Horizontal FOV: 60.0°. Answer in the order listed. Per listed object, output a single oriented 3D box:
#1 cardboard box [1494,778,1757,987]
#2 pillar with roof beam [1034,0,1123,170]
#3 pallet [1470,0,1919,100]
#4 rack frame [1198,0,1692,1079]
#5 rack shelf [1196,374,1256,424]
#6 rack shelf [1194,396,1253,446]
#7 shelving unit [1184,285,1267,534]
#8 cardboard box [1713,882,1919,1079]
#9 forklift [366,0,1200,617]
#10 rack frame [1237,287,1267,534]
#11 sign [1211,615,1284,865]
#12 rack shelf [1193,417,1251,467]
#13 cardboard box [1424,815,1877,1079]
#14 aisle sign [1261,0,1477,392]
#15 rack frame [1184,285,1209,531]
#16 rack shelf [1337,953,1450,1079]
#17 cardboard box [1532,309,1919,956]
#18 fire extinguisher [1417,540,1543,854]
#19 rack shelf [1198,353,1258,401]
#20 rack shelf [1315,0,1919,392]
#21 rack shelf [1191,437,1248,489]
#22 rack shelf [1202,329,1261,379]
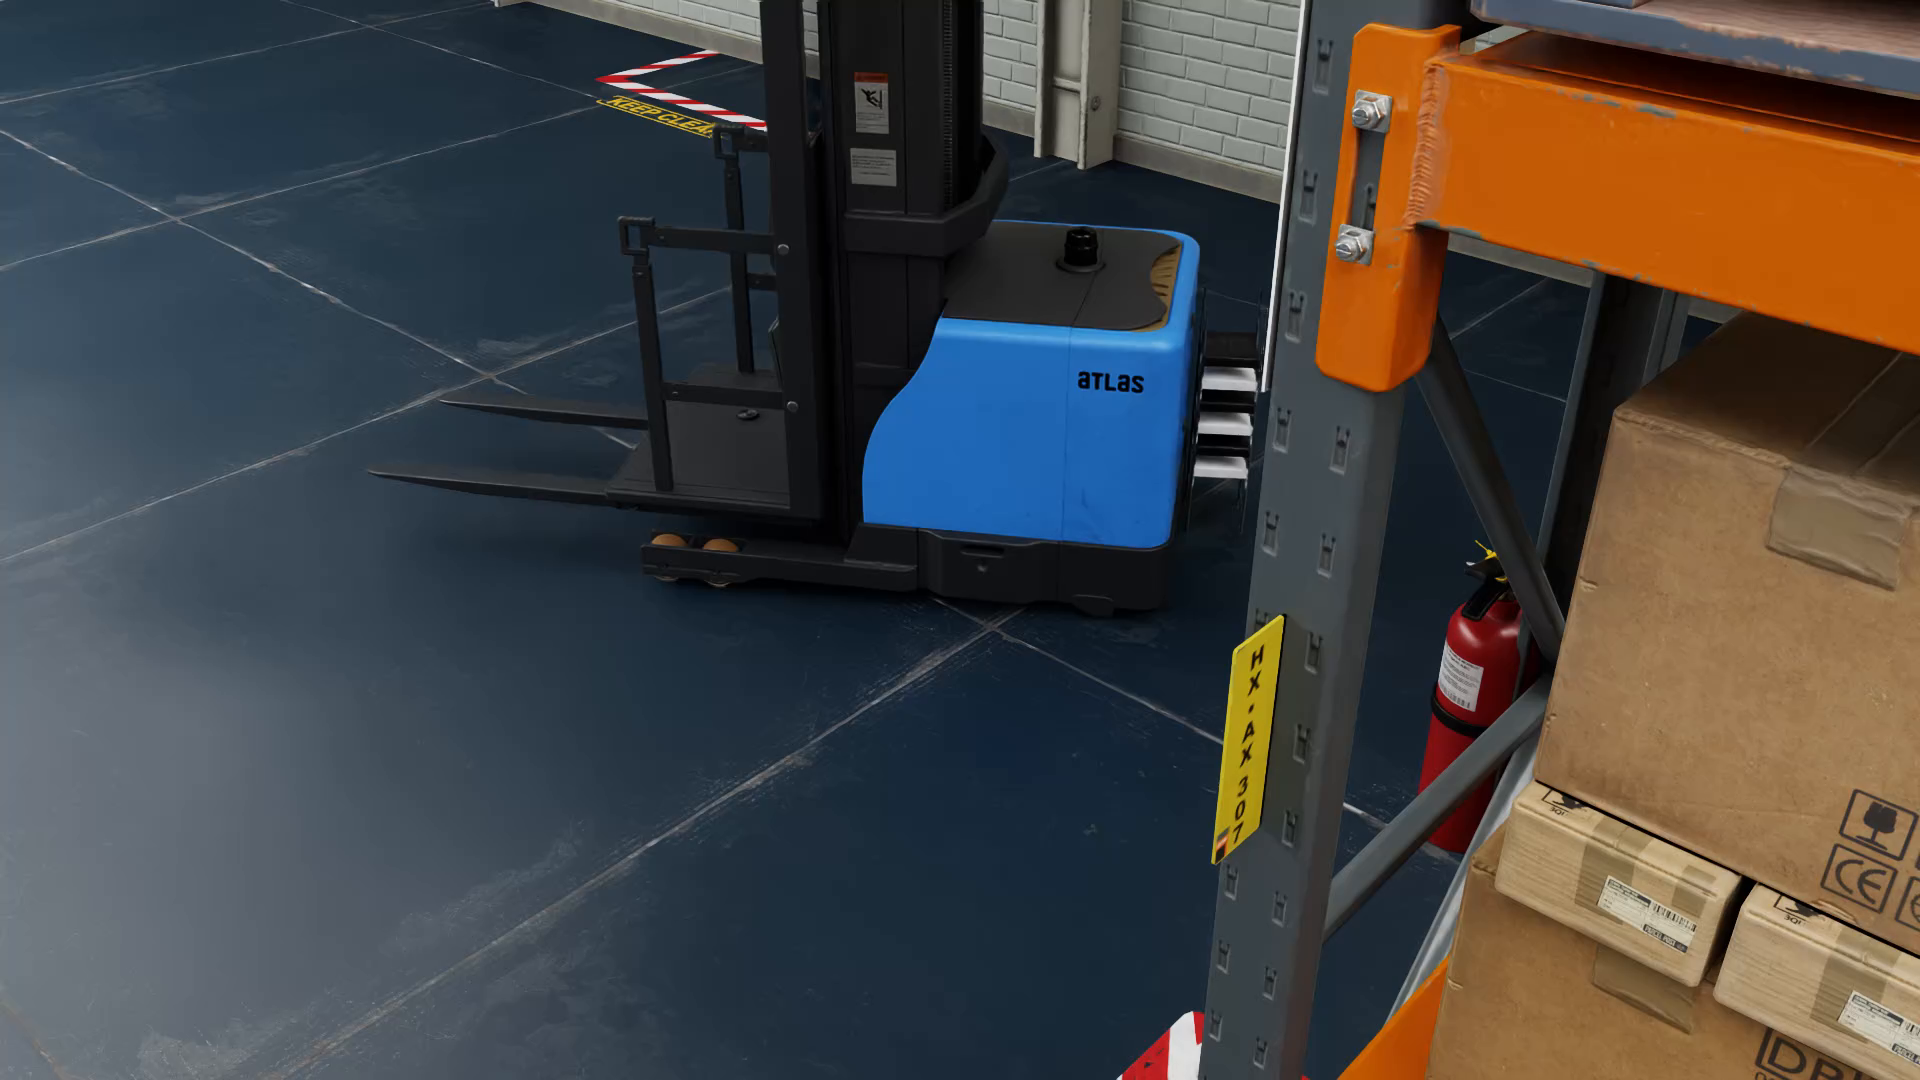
[{"bbox_3d":[0.871,0.339,2.053,0.250,0.149,0.380,25,39,35],"label":"cardboard box"},{"bbox_3d":[-2.192,-4.543,5.072,0.400,9.000,9.100,25,39,35],"label":"pillar with roof beam"},{"bbox_3d":[1.232,-0.551,1.435,1.213,0.211,1.003,25,39,35],"label":"pallet"},{"bbox_3d":[0.727,0.440,2.611,0.053,2.616,0.949,25,39,35],"label":"rack frame"},{"bbox_3d":[0.978,-0.524,6.136,0.200,0.077,0.258,3,31,4],"label":"rack shelf"},{"bbox_3d":[0.977,-0.447,6.182,0.200,0.077,0.258,3,31,4],"label":"rack shelf"},{"bbox_3d":[0.977,-0.476,6.165,0.210,0.900,0.258,3,31,4],"label":"shelving unit"},{"bbox_3d":[1.069,0.429,1.903,0.250,0.149,0.380,24,38,34],"label":"cardboard box"},{"bbox_3d":[-0.687,-1.351,5.653,3.031,2.935,1.130,5,31,9],"label":"forklift"},{"bbox_3d":[1.079,-0.470,6.159,0.006,0.900,0.240,3,31,4],"label":"rack frame"},{"bbox_3d":[0.348,0.247,2.016,0.005,0.325,0.100,25,39,35],"label":"sign"},{"bbox_3d":[0.976,-0.370,6.229,0.200,0.077,0.258,3,31,4],"label":"rack shelf"},{"bbox_3d":[1.062,0.565,2.306,0.500,0.500,0.700,25,39,35],"label":"cardboard box"},{"bbox_3d":[0.470,-0.578,1.781,0.004,0.787,0.394,25,39,35],"label":"aisle sign"},{"bbox_3d":[0.876,-0.481,6.172,0.006,0.900,0.240,3,31,4],"label":"rack frame"},{"bbox_3d":[2.208,1.442,1.644,4.000,0.370,1.077,25,39,35],"label":"rack shelf"},{"bbox_3d":[1.102,0.027,1.941,0.500,0.500,0.700,25,39,35],"label":"cardboard box"},{"bbox_3d":[0.949,0.256,2.992,0.183,0.674,0.296,25,39,35],"label":"fire extinguisher"},{"bbox_3d":[0.979,-0.601,6.090,0.200,0.077,0.258,3,31,4],"label":"rack shelf"},{"bbox_3d":[2.208,0.157,0.871,4.000,0.370,1.077,25,39,35],"label":"rack shelf"},{"bbox_3d":[0.975,-0.293,6.275,0.200,0.077,0.258,3,31,4],"label":"rack shelf"},{"bbox_3d":[0.980,-0.678,6.043,0.200,0.077,0.258,3,31,4],"label":"rack shelf"}]
